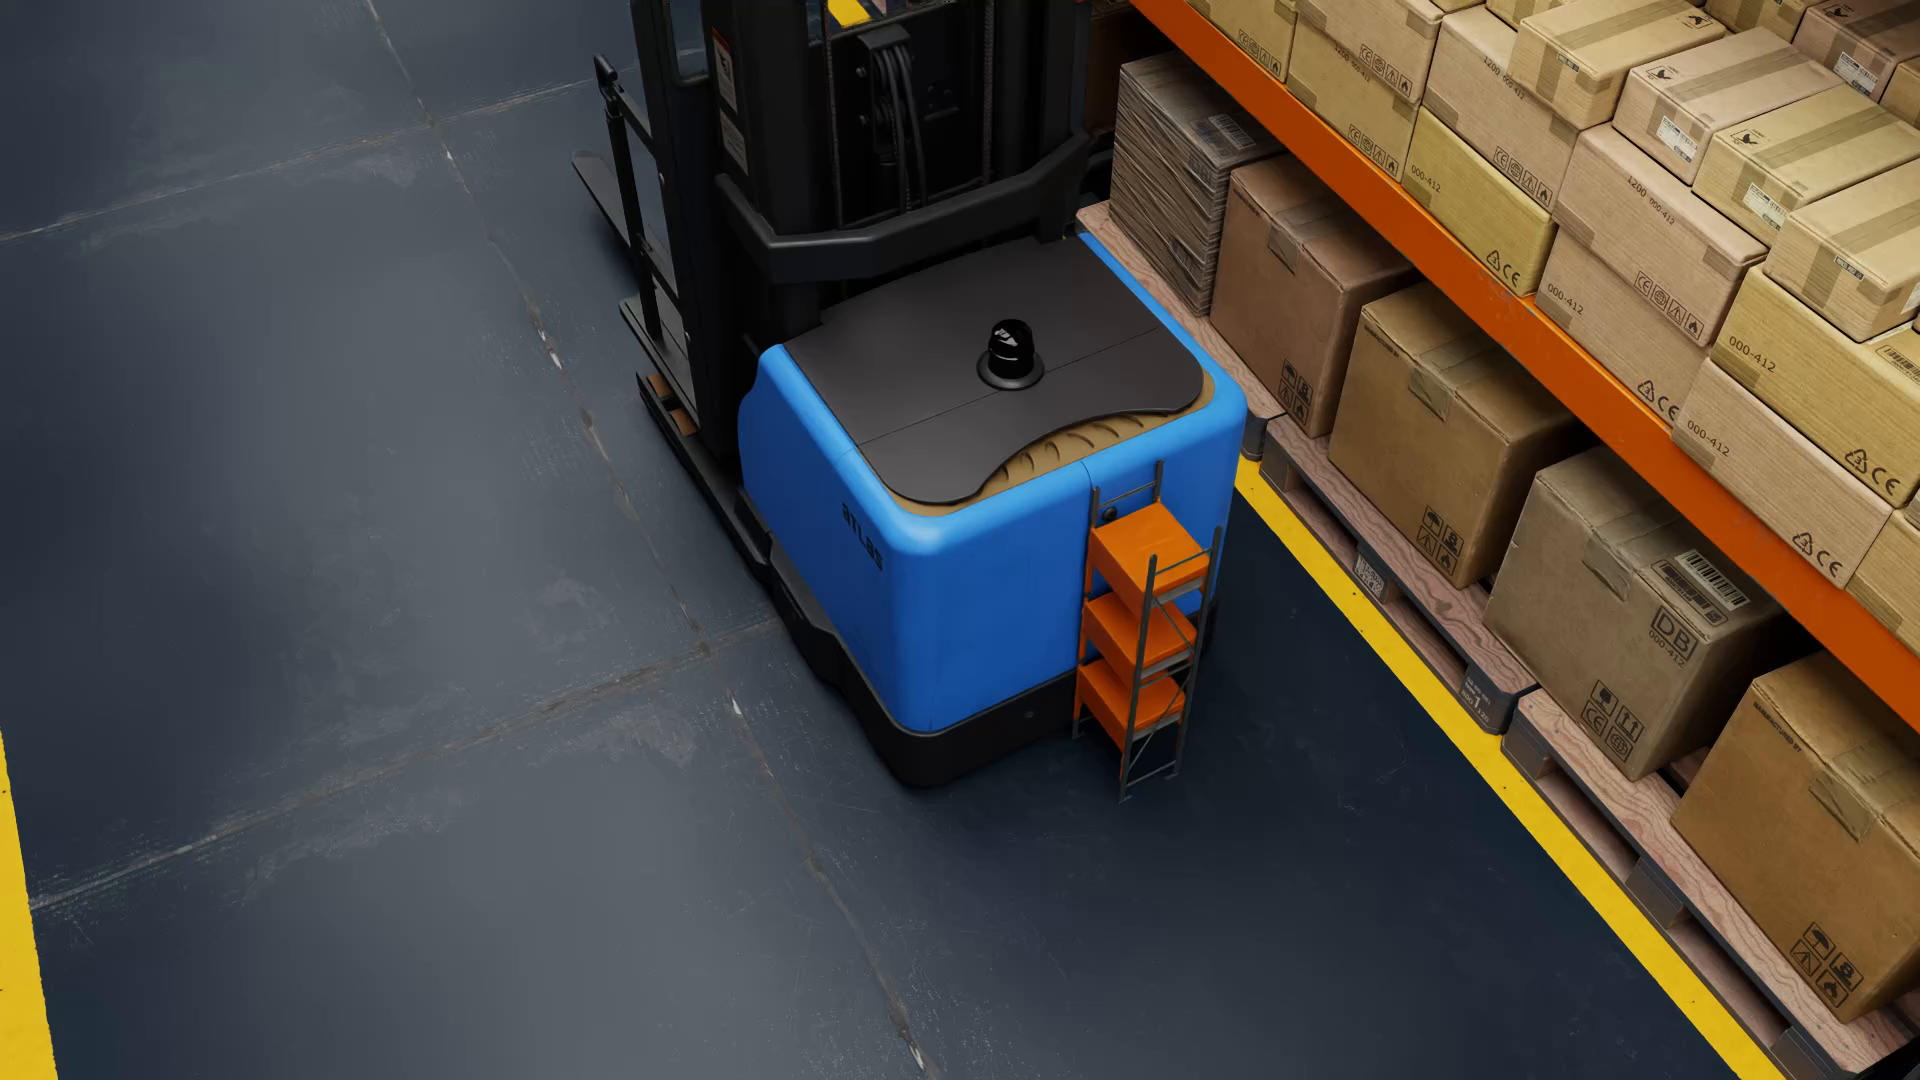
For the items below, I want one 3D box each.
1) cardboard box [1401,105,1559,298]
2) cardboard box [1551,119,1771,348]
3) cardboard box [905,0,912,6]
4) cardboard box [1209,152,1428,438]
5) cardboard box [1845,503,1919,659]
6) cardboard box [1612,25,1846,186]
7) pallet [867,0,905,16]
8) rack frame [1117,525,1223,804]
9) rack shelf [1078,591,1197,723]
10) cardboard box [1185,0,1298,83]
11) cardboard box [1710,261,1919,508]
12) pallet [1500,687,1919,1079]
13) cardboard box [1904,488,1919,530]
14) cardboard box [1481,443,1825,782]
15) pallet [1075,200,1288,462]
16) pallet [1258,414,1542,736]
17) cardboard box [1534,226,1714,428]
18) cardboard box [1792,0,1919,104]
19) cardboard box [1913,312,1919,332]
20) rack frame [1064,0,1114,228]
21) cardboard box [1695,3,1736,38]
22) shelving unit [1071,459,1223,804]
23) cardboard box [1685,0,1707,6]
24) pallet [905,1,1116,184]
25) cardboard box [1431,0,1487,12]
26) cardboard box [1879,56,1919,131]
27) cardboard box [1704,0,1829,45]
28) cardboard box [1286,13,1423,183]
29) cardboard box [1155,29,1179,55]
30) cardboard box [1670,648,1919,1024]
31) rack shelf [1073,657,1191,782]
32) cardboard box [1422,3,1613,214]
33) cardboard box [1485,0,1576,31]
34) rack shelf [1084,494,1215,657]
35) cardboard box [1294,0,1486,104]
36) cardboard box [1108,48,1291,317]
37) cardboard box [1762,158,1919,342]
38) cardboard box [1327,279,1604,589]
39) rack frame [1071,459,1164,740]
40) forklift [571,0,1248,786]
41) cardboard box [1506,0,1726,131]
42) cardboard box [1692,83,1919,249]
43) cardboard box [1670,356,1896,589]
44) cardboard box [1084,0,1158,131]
[{"bbox_3d":[1.475,-0.914,4.156,0.500,0.250,0.500,-20,52,-16],"label":"cardboard box"},{"bbox_3d":[1.693,-0.737,3.669,0.500,0.250,0.500,-20,52,-17],"label":"cardboard box"},{"bbox_3d":[-0.061,-2.585,6.900,0.500,0.500,0.500,-19,52,-16],"label":"cardboard box"},{"bbox_3d":[1.365,-0.872,5.319,0.875,0.625,0.625,-20,52,-16],"label":"cardboard box"},{"bbox_3d":[2.153,0.107,3.263,0.500,0.250,0.500,-20,52,-17],"label":"cardboard box"},{"bbox_3d":[1.651,-0.939,3.581,0.380,0.149,0.250,-21,52,-17],"label":"cardboard box"},{"bbox_3d":[-0.077,-2.783,7.544,1.003,0.211,1.213,-21,52,-18],"label":"pallet"},{"bbox_3d":[0.525,0.348,4.248,0.200,1.050,0.008,-23,53,-19],"label":"rack frame"},{"bbox_3d":[0.465,0.275,4.326,0.215,0.259,0.240,-23,53,-19],"label":"rack shelf"},{"bbox_3d":[0.997,-1.604,4.759,0.500,0.250,0.500,-22,52,-18],"label":"cardboard box"},{"bbox_3d":[1.922,-0.393,3.368,0.500,0.250,0.500,-22,53,-18],"label":"cardboard box"},{"bbox_3d":[2.244,0.743,4.460,1.003,0.211,1.213,-21,52,-18],"label":"pallet"},{"bbox_3d":[2.164,-0.051,3.070,0.500,0.250,0.500,-22,52,-18],"label":"cardboard box"},{"bbox_3d":[2.019,0.081,4.485,0.875,0.625,0.625,-22,52,-18],"label":"cardboard box"},{"bbox_3d":[1.128,-0.890,5.888,1.003,0.211,1.213,-21,52,-18],"label":"pallet"},{"bbox_3d":[1.682,-0.075,5.175,1.003,0.211,1.213,-21,52,-18],"label":"pallet"},{"bbox_3d":[1.718,-0.571,3.856,0.500,0.250,0.500,-21,52,-17],"label":"cardboard box"},{"bbox_3d":[2.109,-1.122,3.742,0.380,0.149,0.250,-22,52,-18],"label":"cardboard box"},{"bbox_3d":[2.063,-0.442,3.147,0.380,0.149,0.250,-21,52,-18],"label":"cardboard box"},{"bbox_3d":[0.786,-2.373,5.332,1.000,3.000,0.127,-21,52,-18],"label":"rack frame"},{"bbox_3d":[1.924,-1.266,4.132,0.500,0.250,0.500,-22,52,-18],"label":"cardboard box"},{"bbox_3d":[0.465,0.268,4.318,0.215,1.050,0.252,-23,53,-19],"label":"shelving unit"},{"bbox_3d":[1.834,-1.450,4.028,0.380,0.149,0.250,-20,52,-17],"label":"cardboard box"},{"bbox_3d":[0.478,-1.967,6.830,1.003,0.211,1.213,-21,52,-18],"label":"pallet"},{"bbox_3d":[1.269,-1.444,4.023,0.380,0.149,0.250,-20,52,-17],"label":"cardboard box"},{"bbox_3d":[2.230,-0.955,3.595,0.380,0.149,0.250,-21,52,-18],"label":"cardboard box"},{"bbox_3d":[1.990,-1.287,3.886,0.380,0.149,0.250,-21,52,-17],"label":"cardboard box"},{"bbox_3d":[1.239,-1.261,4.460,0.500,0.250,0.500,-23,53,-19],"label":"cardboard box"},{"bbox_3d":[0.842,-2.066,6.446,0.500,0.500,0.500,-19,52,-16],"label":"cardboard box"},{"bbox_3d":[2.367,0.603,4.029,0.875,0.625,0.625,-19,52,-16],"label":"cardboard box"},{"bbox_3d":[0.465,0.458,4.535,0.215,0.259,0.240,-23,53,-19],"label":"rack shelf"},{"bbox_3d":[1.479,-1.081,3.971,0.500,0.250,0.500,-20,52,-17],"label":"cardboard box"},{"bbox_3d":[1.474,-1.303,3.900,0.380,0.149,0.250,-21,52,-18],"label":"cardboard box"},{"bbox_3d":[0.465,0.088,4.112,0.215,0.259,0.240,-23,53,-19],"label":"rack shelf"},{"bbox_3d":[1.223,-1.415,4.262,0.500,0.250,0.500,-22,53,-18],"label":"cardboard box"},{"bbox_3d":[1.059,-1.307,5.699,0.875,0.625,0.625,-20,52,-16],"label":"cardboard box"},{"bbox_3d":[1.825,-0.573,3.261,0.380,0.149,0.250,-23,53,-19],"label":"cardboard box"},{"bbox_3d":[1.673,-0.422,4.925,0.875,0.625,0.625,-23,53,-19],"label":"cardboard box"},{"bbox_3d":[0.406,0.188,4.388,0.200,1.050,0.008,-23,53,-19],"label":"rack frame"},{"bbox_3d":[-0.421,-1.399,4.527,1.130,2.935,3.031,-23,53,-19],"label":"forklift"},{"bbox_3d":[1.461,-1.090,3.713,0.380,0.149,0.250,-22,53,-18],"label":"cardboard box"},{"bbox_3d":[1.760,-0.770,3.433,0.380,0.149,0.250,-22,52,-18],"label":"cardboard box"},{"bbox_3d":[1.918,-0.228,3.556,0.500,0.250,0.500,-21,52,-18],"label":"cardboard box"},{"bbox_3d":[0.401,-1.897,6.298,0.500,0.500,0.500,-20,52,-16],"label":"cardboard box"}]
